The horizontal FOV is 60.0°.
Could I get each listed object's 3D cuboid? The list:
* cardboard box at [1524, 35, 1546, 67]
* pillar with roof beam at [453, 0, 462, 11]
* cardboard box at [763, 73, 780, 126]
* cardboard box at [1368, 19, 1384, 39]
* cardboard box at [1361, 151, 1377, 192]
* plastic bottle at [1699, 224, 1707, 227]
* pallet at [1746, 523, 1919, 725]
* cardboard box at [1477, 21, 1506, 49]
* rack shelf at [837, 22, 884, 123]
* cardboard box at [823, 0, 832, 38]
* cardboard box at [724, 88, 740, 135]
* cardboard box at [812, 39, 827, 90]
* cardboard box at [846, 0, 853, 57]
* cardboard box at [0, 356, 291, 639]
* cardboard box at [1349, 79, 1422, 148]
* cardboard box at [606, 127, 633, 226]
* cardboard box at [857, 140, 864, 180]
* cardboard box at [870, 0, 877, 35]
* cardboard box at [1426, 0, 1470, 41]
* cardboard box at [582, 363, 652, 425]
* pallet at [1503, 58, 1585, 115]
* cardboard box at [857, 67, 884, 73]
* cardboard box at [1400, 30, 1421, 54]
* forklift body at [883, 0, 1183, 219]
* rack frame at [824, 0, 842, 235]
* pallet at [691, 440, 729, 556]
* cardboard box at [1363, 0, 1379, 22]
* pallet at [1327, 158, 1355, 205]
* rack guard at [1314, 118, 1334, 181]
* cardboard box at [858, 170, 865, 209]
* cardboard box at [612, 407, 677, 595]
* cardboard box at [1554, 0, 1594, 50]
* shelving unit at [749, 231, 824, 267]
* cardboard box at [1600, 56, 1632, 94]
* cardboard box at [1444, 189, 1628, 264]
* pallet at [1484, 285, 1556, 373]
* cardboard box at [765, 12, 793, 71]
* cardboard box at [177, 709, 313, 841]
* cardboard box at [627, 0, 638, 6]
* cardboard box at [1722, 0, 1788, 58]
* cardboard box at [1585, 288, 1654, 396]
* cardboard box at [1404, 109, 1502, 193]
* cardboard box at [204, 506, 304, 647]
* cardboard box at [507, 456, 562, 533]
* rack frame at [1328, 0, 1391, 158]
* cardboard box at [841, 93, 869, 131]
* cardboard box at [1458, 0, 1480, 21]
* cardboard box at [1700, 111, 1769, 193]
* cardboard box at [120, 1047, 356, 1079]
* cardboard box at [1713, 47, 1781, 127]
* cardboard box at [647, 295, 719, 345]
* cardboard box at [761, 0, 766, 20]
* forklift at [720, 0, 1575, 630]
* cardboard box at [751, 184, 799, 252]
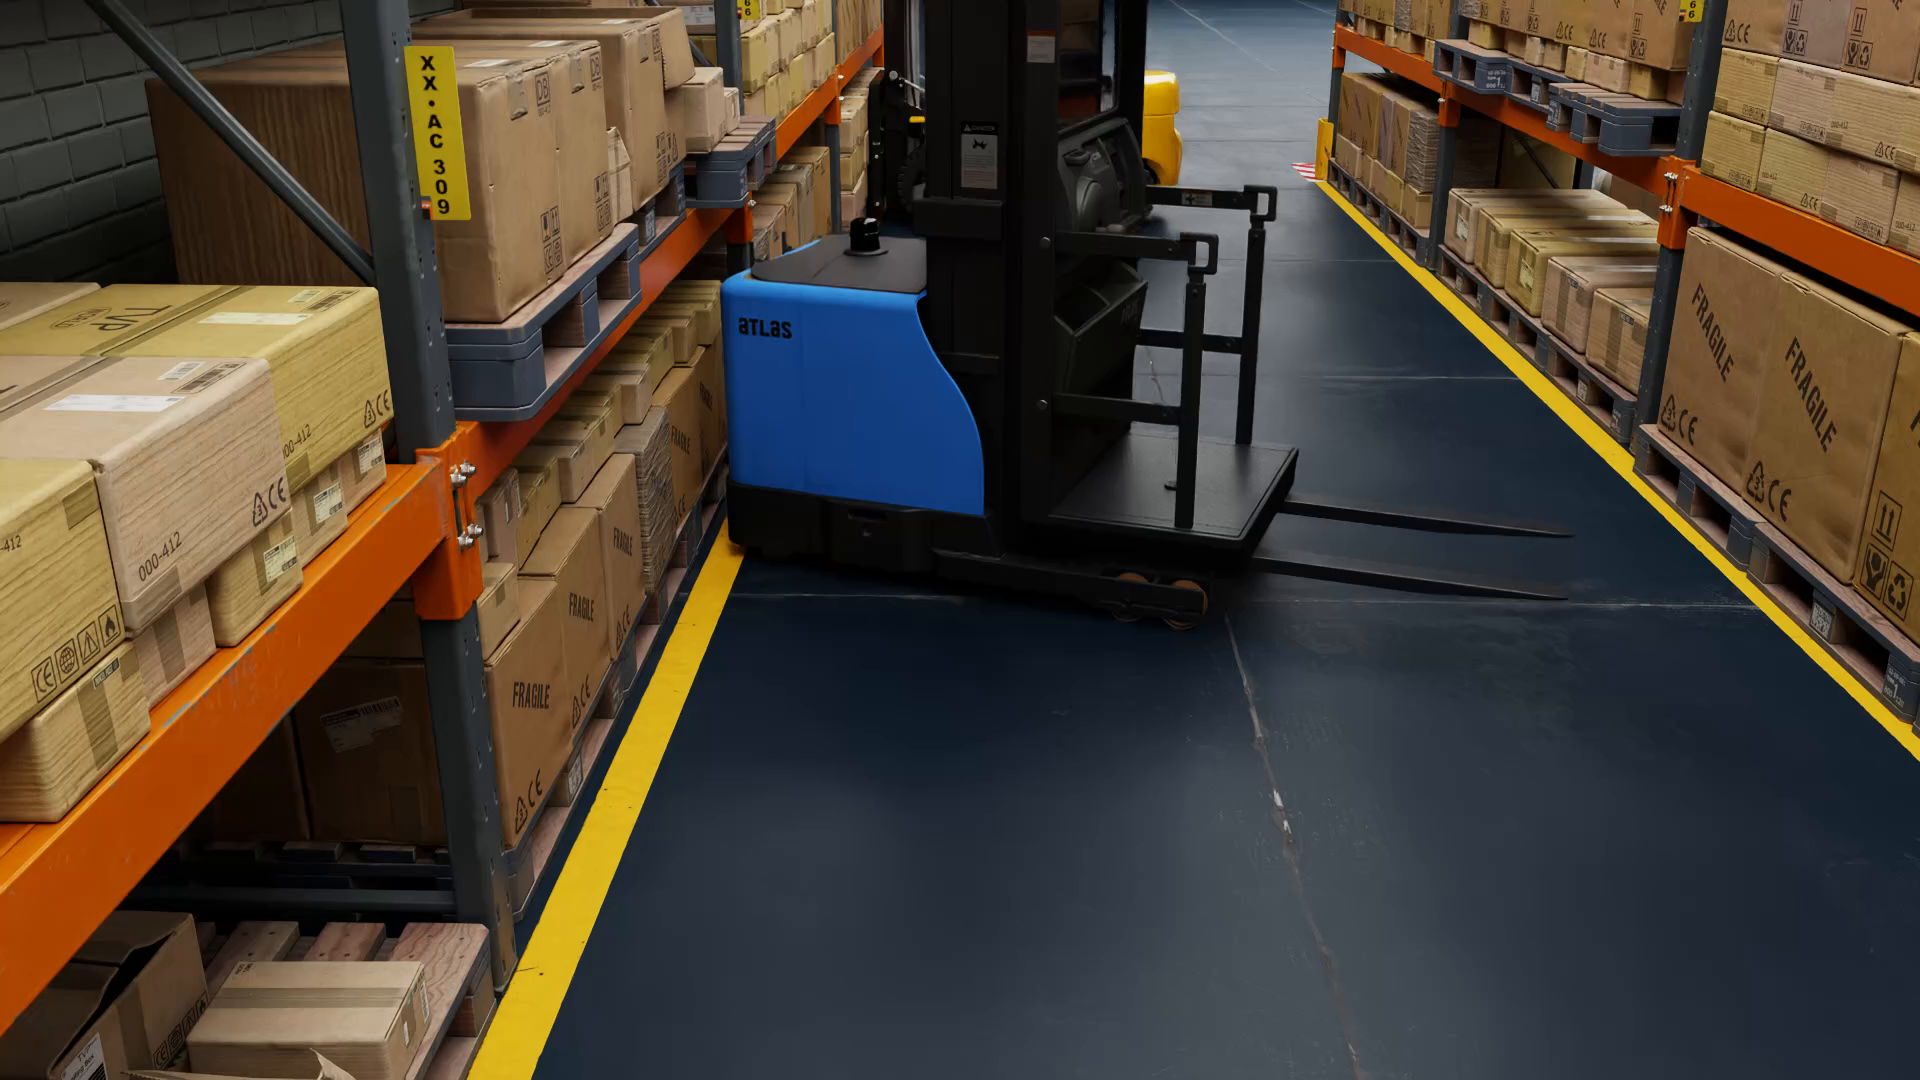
[{"bbox_3d":[3.257,-2.628,8.921,0.380,0.149,0.250,1,21,4],"label":"cardboard box"},{"bbox_3d":[2.016,-5.054,7.114,9.100,9.000,0.400,1,21,2],"label":"pillar with roof beam"},{"bbox_3d":[-1.148,-2.093,7.983,0.500,0.250,0.500,0,21,0],"label":"cardboard box"},{"bbox_3d":[3.451,-4.053,13.176,0.380,0.149,0.250,1,21,3],"label":"cardboard box"},{"bbox_3d":[3.451,-2.906,13.092,0.500,0.250,0.500,2,21,5],"label":"cardboard box"},{"bbox_3d":[5.571,-2.292,12.352,0.133,0.061,0.283,4,22,11],"label":"plastic bottle"},{"bbox_3d":[3.397,0.254,5.582,1.003,0.211,1.213,1,21,2],"label":"pallet"},{"bbox_3d":[3.308,-3.008,9.902,0.380,0.149,0.250,1,21,3],"label":"cardboard box"},{"bbox_3d":[-1.243,-3.657,12.802,1.077,0.370,4.000,1,21,2],"label":"rack shelf"},{"bbox_3d":[-1.063,-3.252,10.280,0.500,0.250,0.500,0,21,0],"label":"cardboard box"},{"bbox_3d":[-1.062,-1.660,6.428,0.380,0.149,0.250,1,21,3],"label":"cardboard box"},{"bbox_3d":[-1.068,-2.833,9.890,0.500,0.250,0.500,1,21,1],"label":"cardboard box"},{"bbox_3d":[-1.030,-3.662,11.682,0.500,0.500,0.500,1,21,3],"label":"cardboard box"},{"bbox_3d":[-1.319,-0.078,2.378,0.500,0.250,0.500,1,21,2],"label":"cardboard box"},{"bbox_3d":[3.466,-3.440,13.431,0.500,0.500,0.500,0,21,0],"label":"cardboard box"},{"bbox_3d":[-1.122,-1.008,4.586,0.396,0.266,0.258,2,21,4],"label":"cardboard box"},{"bbox_3d":[-0.967,-2.770,12.051,0.500,0.250,0.500,1,21,1],"label":"cardboard box"},{"bbox_3d":[-0.960,-4.394,13.569,0.500,0.500,0.500,1,21,3],"label":"cardboard box"},{"bbox_3d":[3.422,-3.565,11.021,0.500,0.500,0.500,0,21,0],"label":"cardboard box"},{"bbox_3d":[-1.256,-0.496,5.638,0.380,0.149,0.250,0,21,-1],"label":"cardboard box"},{"bbox_3d":[3.555,-2.397,8.824,1.003,0.211,1.213,1,21,2],"label":"pallet"},{"bbox_3d":[-0.885,-3.926,14.339,0.500,0.250,0.500,1,21,3],"label":"cardboard box"},{"bbox_3d":[3.390,-3.586,11.972,0.380,0.149,0.250,0,21,1],"label":"cardboard box"},{"bbox_3d":[0.583,-3.614,12.871,2.313,2.155,1.214,1,21,2],"label":"forklift body"},{"bbox_3d":[-1.304,-3.270,10.809,1.000,3.000,0.127,1,21,2],"label":"rack frame"},{"bbox_3d":[-1.486,-0.254,6.891,1.003,0.211,1.213,1,21,2],"label":"pallet"},{"bbox_3d":[3.461,-4.308,12.936,0.500,0.500,0.500,0,21,1],"label":"cardboard box"},{"bbox_3d":[3.717,-3.042,14.076,1.003,0.211,1.213,1,21,2],"label":"pallet"},{"bbox_3d":[3.777,-3.470,14.780,1.175,0.500,0.348,1,21,2],"label":"rack guard"},{"bbox_3d":[-0.958,-2.538,12.145,0.500,0.250,0.500,0,21,0],"label":"cardboard box"},{"bbox_3d":[-1.260,-0.140,5.619,0.500,0.500,0.500,0,21,0],"label":"cardboard box"},{"bbox_3d":[3.291,-2.688,8.180,0.500,0.500,0.500,-1,21,-2],"label":"cardboard box"},{"bbox_3d":[-0.708,-0.744,6.994,0.215,1.050,0.252,10,24,24],"label":"shelving unit"},{"bbox_3d":[3.209,-2.159,7.713,0.380,0.149,0.250,0,21,1],"label":"cardboard box"},{"bbox_3d":[3.644,-1.997,10.582,0.950,0.372,0.625,1,21,2],"label":"cardboard box"},{"bbox_3d":[3.601,-1.192,9.310,1.003,0.211,1.213,1,21,2],"label":"pallet"},{"bbox_3d":[-1.118,-2.514,8.378,0.500,0.250,0.500,0,21,0],"label":"cardboard box"},{"bbox_3d":[-1.828,0.412,4.196,0.500,0.500,0.500,1,21,1],"label":"cardboard box"},{"bbox_3d":[-1.618,-2.292,7.255,0.380,0.149,0.250,1,21,3],"label":"cardboard box"},{"bbox_3d":[3.276,-2.107,6.292,0.500,0.500,0.500,0,21,0],"label":"cardboard box"},{"bbox_3d":[3.563,-0.945,7.869,0.950,0.372,0.625,-1,21,-2],"label":"cardboard box"},{"bbox_3d":[3.407,-2.697,11.516,0.500,0.500,0.500,0,21,1],"label":"cardboard box"},{"bbox_3d":[-1.275,0.047,2.609,0.380,0.149,0.250,1,21,3],"label":"cardboard box"},{"bbox_3d":[-1.348,-0.130,4.695,0.380,0.149,0.250,0,21,1],"label":"cardboard box"},{"bbox_3d":[3.779,-4.663,14.399,1.000,3.000,0.127,1,21,2],"label":"rack frame"},{"bbox_3d":[-0.946,-3.186,12.431,0.500,0.250,0.500,1,21,3],"label":"cardboard box"},{"bbox_3d":[3.357,-3.431,10.095,0.500,0.500,0.500,1,21,3],"label":"cardboard box"},{"bbox_3d":[3.269,-1.526,6.522,0.500,0.250,0.500,0,21,1],"label":"cardboard box"},{"bbox_3d":[-1.282,1.036,2.912,0.396,0.266,0.258,1,21,4],"label":"cardboard box"},{"bbox_3d":[3.274,-1.753,6.415,0.500,0.250,0.500,0,21,1],"label":"cardboard box"},{"bbox_3d":[-1.165,-0.876,6.617,0.380,0.149,0.250,0,21,-1],"label":"cardboard box"},{"bbox_3d":[-1.137,-2.569,7.967,0.380,0.149,0.250,1,21,2],"label":"cardboard box"},{"bbox_3d":[0.686,-1.275,5.763,3.031,2.935,1.130,8,23,19],"label":"forklift"},{"bbox_3d":[-1.361,-1.617,9.252,0.875,0.625,0.625,0,21,-1],"label":"cardboard box"}]
